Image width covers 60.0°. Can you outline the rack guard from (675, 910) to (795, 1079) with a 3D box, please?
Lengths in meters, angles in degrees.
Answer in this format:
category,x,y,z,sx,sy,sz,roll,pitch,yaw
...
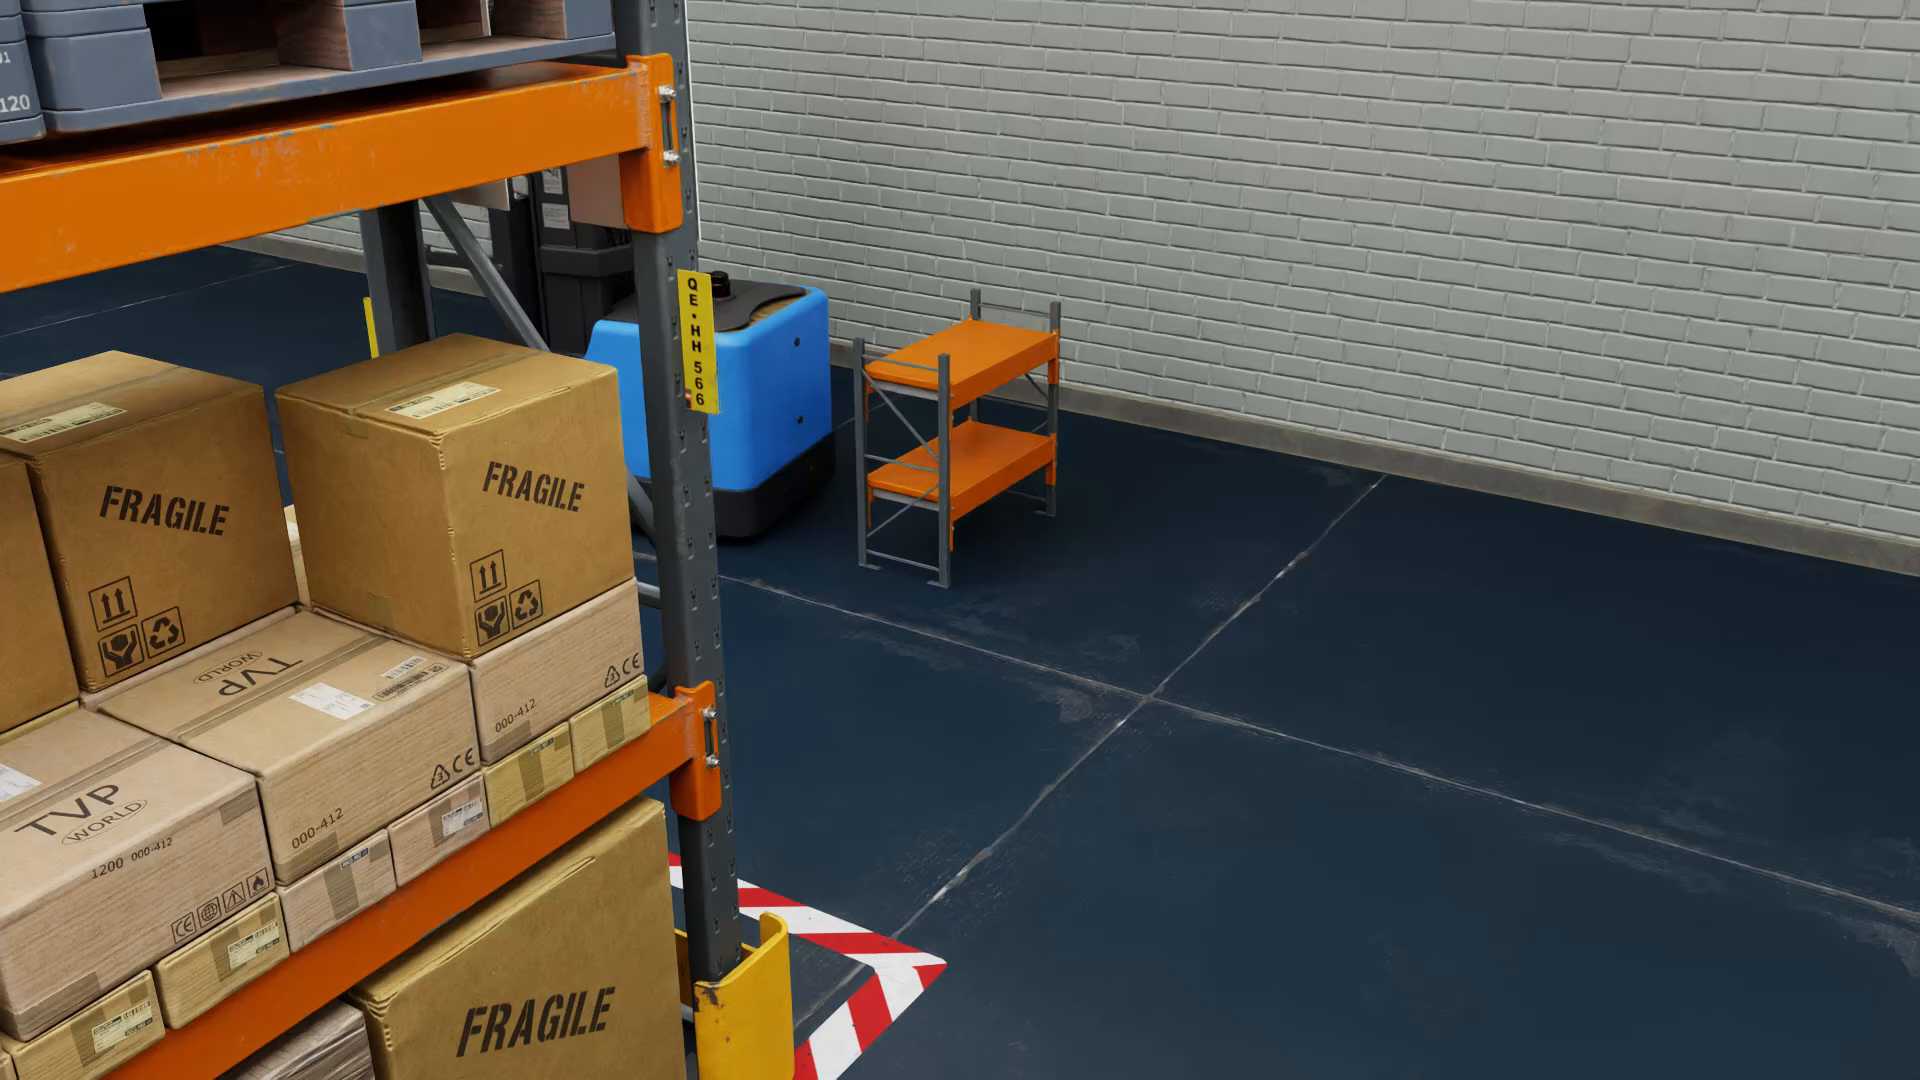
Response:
category,x,y,z,sx,sy,sz,roll,pitch,yaw
rack guard,-1.033,1.217,4.810,1.175,0.500,0.348,14,27,29

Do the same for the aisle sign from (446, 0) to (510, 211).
category,x,y,z,sx,sy,sz,roll,pitch,yaw
aisle sign,-1.262,-1.202,3.980,0.394,0.787,0.004,14,27,29

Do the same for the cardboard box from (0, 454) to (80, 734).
category,x,y,z,sx,sy,sz,roll,pitch,yaw
cardboard box,-2.060,0.116,3.076,0.500,0.500,0.500,13,27,28

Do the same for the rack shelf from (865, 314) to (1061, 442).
category,x,y,z,sx,sy,sz,roll,pitch,yaw
rack shelf,0.004,-0.787,7.916,0.538,0.278,1.000,14,27,29

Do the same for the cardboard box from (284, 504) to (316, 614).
category,x,y,z,sx,sy,sz,roll,pitch,yaw
cardboard box,-1.528,0.116,4.022,0.500,0.250,0.500,13,27,28

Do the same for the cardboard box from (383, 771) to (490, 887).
category,x,y,z,sx,sy,sz,roll,pitch,yaw
cardboard box,-1.223,0.555,3.508,0.380,0.149,0.250,14,27,29

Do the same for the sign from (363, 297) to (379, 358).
category,x,y,z,sx,sy,sz,roll,pitch,yaw
sign,-1.514,-0.474,4.380,0.100,0.325,0.005,14,27,29

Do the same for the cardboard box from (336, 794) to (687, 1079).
category,x,y,z,sx,sy,sz,roll,pitch,yaw
cardboard box,-1.315,1.093,4.096,0.875,0.875,0.875,14,27,29

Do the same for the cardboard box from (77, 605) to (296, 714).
category,x,y,z,sx,sy,sz,roll,pitch,yaw
cardboard box,-1.797,0.292,3.613,0.500,0.250,0.500,13,27,28

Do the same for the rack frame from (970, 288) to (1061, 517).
category,x,y,z,sx,sy,sz,roll,pitch,yaw
rack frame,0.272,-0.690,8.428,0.500,1.125,0.032,14,27,29

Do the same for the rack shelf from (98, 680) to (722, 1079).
category,x,y,z,sx,sy,sz,roll,pitch,yaw
rack shelf,-2.100,1.083,2.878,1.077,0.370,4.000,14,27,29

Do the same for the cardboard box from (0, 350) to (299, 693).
category,x,y,z,sx,sy,sz,roll,pitch,yaw
cardboard box,-1.792,-0.060,3.483,0.500,0.500,0.500,13,27,28

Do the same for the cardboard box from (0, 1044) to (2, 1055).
category,x,y,z,sx,sy,sz,roll,pitch,yaw
cardboard box,-1.883,0.749,2.559,0.500,0.250,0.500,14,27,29

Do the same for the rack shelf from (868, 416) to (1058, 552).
category,x,y,z,sx,sy,sz,roll,pitch,yaw
rack shelf,0.004,-0.294,8.129,0.538,0.278,1.000,14,27,29

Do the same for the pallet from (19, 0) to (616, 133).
category,x,y,z,sx,sy,sz,roll,pitch,yaw
pallet,-1.428,-1.006,3.133,1.003,0.211,1.213,14,27,29

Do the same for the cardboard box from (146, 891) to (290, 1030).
category,x,y,z,sx,sy,sz,roll,pitch,yaw
cardboard box,-1.491,0.727,3.111,0.380,0.149,0.250,13,27,28

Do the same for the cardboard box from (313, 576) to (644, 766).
category,x,y,z,sx,sy,sz,roll,pitch,yaw
cardboard box,-1.076,0.229,3.759,0.500,0.250,0.500,13,27,28

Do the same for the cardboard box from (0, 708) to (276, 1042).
category,x,y,z,sx,sy,sz,roll,pitch,yaw
cardboard box,-1.612,0.572,2.967,0.500,0.250,0.500,13,27,27

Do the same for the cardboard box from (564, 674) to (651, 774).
category,x,y,z,sx,sy,sz,roll,pitch,yaw
cardboard box,-0.953,0.382,3.908,0.380,0.149,0.250,14,27,30

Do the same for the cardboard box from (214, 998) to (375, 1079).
category,x,y,z,sx,sy,sz,roll,pitch,yaw
cardboard box,-1.795,1.400,3.386,0.875,0.875,0.875,14,27,29

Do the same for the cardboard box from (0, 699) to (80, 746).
category,x,y,z,sx,sy,sz,roll,pitch,yaw
cardboard box,-2.065,0.461,3.223,0.500,0.250,0.500,13,27,27

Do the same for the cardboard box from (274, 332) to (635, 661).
category,x,y,z,sx,sy,sz,roll,pitch,yaw
cardboard box,-1.079,-0.115,3.609,0.500,0.500,0.500,14,27,30

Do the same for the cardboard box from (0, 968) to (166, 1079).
category,x,y,z,sx,sy,sz,roll,pitch,yaw
cardboard box,-1.627,0.815,2.908,0.380,0.149,0.250,14,27,29

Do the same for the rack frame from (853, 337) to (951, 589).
category,x,y,z,sx,sy,sz,roll,pitch,yaw
rack frame,-0.265,-0.347,7.635,0.500,1.125,0.032,14,27,29

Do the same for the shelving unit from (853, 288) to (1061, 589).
category,x,y,z,sx,sy,sz,roll,pitch,yaw
shelving unit,0.004,-0.518,8.032,0.538,1.125,1.048,14,27,29

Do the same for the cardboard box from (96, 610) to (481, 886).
category,x,y,z,sx,sy,sz,roll,pitch,yaw
cardboard box,-1.344,0.400,3.364,0.500,0.250,0.500,13,27,28

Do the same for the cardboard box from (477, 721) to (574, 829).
category,x,y,z,sx,sy,sz,roll,pitch,yaw
cardboard box,-1.089,0.470,3.704,0.380,0.149,0.250,14,27,29

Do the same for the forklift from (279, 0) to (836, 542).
category,x,y,z,sx,sy,sz,roll,pitch,yaw
forklift,-2.233,-1.692,8.469,3.031,2.935,1.130,9,25,20

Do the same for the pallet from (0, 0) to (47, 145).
category,x,y,z,sx,sy,sz,roll,pitch,yaw
pallet,-2.071,-0.592,2.178,1.003,0.211,1.213,14,27,29

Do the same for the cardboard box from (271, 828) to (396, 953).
category,x,y,z,sx,sy,sz,roll,pitch,yaw
cardboard box,-1.356,0.639,3.314,0.380,0.149,0.250,14,27,30

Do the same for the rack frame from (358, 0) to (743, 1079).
category,x,y,z,sx,sy,sz,roll,pitch,yaw
rack frame,-1.045,0.078,4.295,1.000,3.000,0.127,14,27,29

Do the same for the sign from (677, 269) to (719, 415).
category,x,y,z,sx,sy,sz,roll,pitch,yaw
sign,-0.592,-0.444,3.744,0.100,0.325,0.005,14,27,29

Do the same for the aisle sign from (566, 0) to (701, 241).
category,x,y,z,sx,sy,sz,roll,pitch,yaw
aisle sign,-0.753,-1.077,3.689,0.394,0.787,0.004,14,27,29

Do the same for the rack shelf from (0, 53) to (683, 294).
category,x,y,z,sx,sy,sz,roll,pitch,yaw
rack shelf,-2.100,-0.294,2.282,1.077,0.370,4.000,14,27,29

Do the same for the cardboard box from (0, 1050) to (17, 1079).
category,x,y,z,sx,sy,sz,roll,pitch,yaw
cardboard box,-1.760,0.898,2.716,0.380,0.149,0.250,14,27,30
